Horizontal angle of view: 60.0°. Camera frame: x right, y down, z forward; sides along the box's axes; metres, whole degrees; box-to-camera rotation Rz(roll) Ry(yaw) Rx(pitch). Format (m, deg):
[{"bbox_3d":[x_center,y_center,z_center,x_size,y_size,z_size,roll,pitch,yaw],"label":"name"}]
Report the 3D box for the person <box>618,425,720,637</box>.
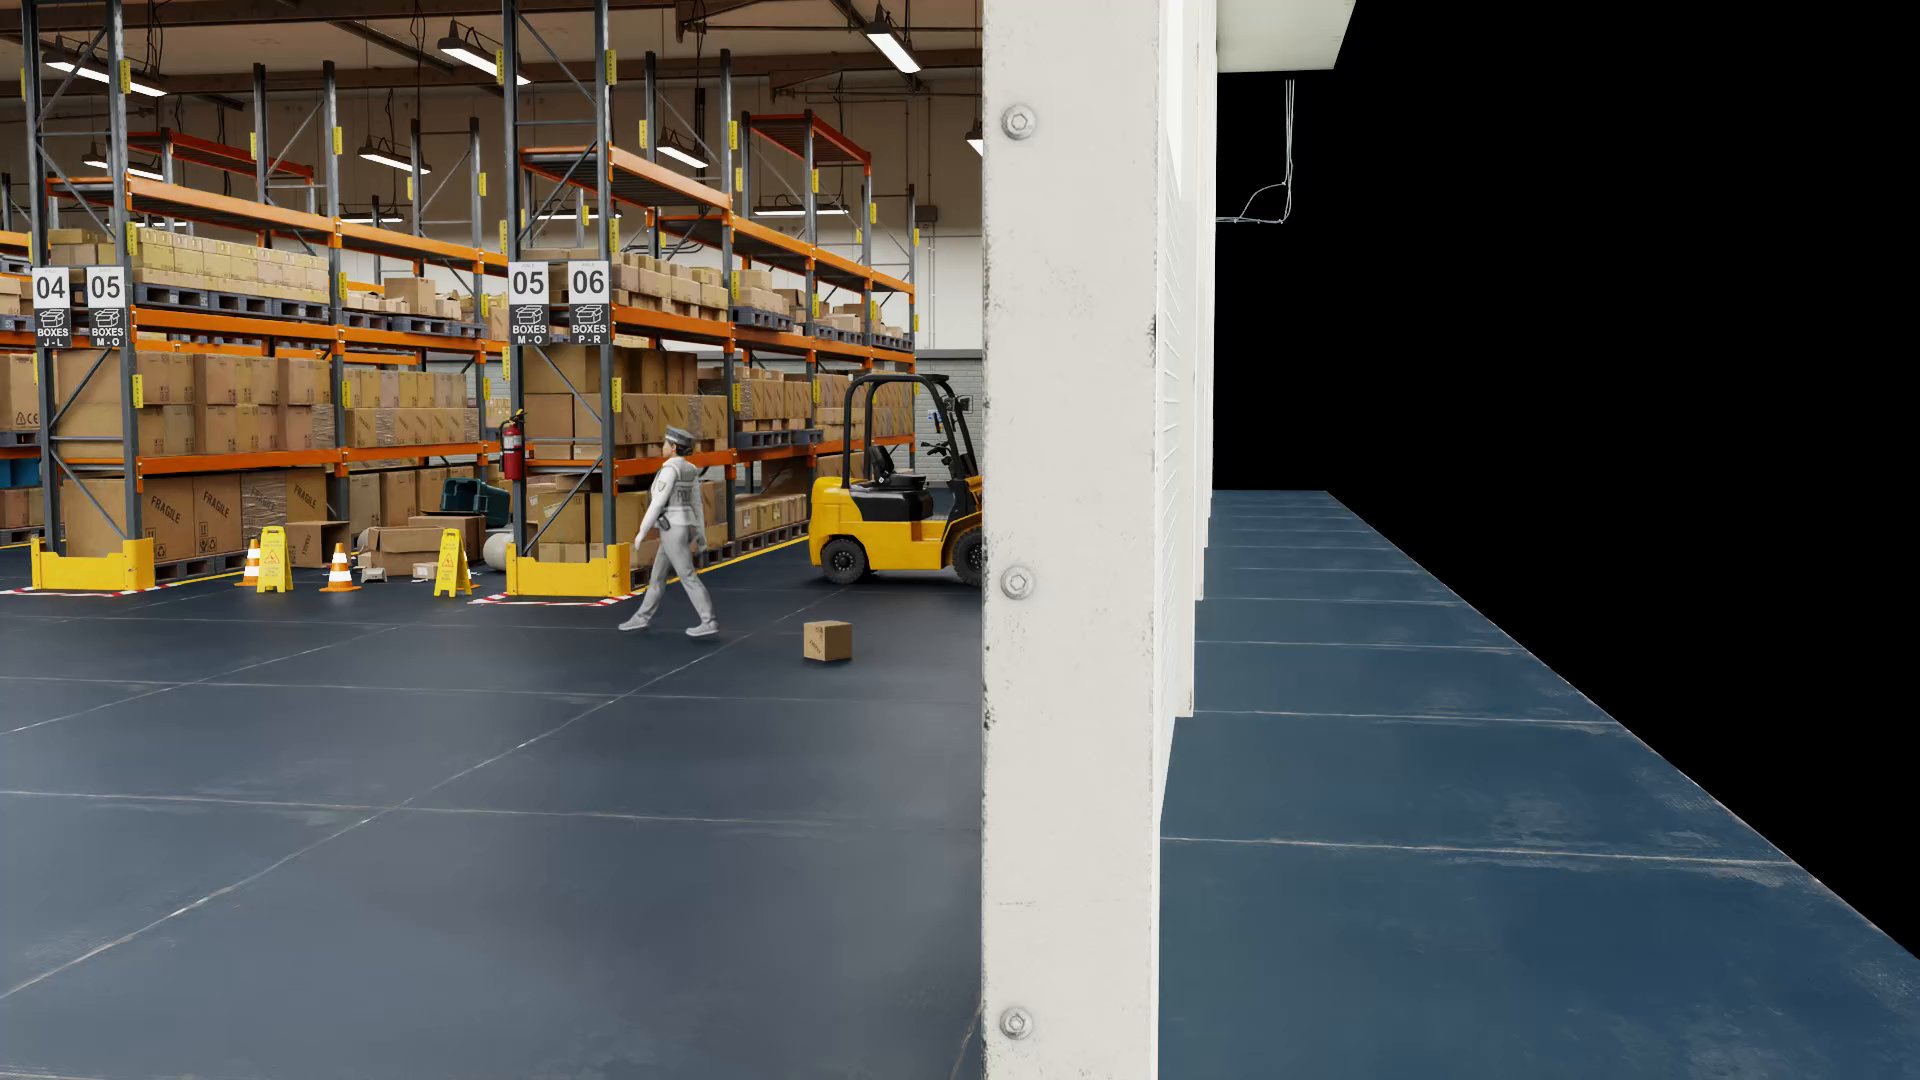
[{"bbox_3d":[-2.313,-0.079,13.012,0.945,1.641,0.519,1,5,13],"label":"person"}]
